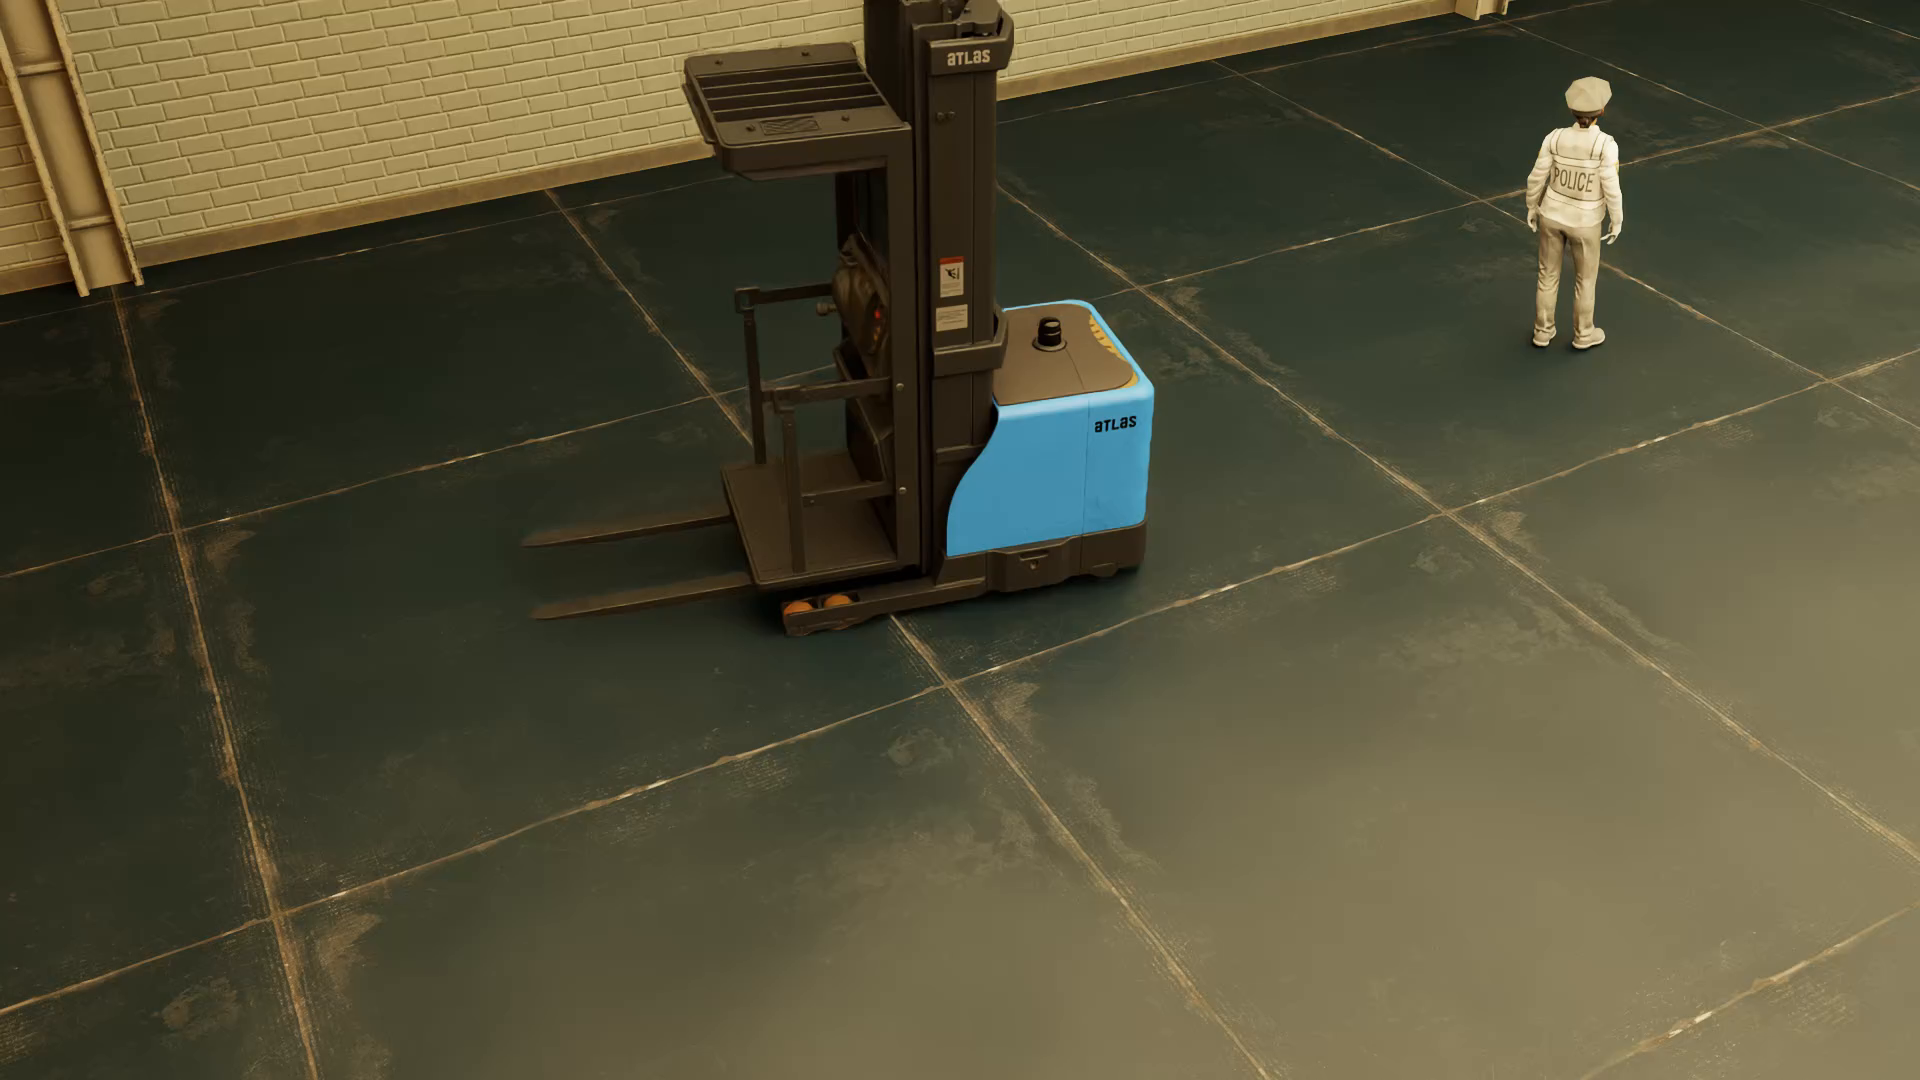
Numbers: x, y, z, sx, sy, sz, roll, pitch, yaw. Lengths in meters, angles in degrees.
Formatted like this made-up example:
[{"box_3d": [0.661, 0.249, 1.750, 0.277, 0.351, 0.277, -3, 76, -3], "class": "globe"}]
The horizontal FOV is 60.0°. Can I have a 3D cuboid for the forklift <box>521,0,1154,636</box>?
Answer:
[{"box_3d": [-0.640, -1.073, 7.641, 3.031, 2.935, 1.130, -9, 36, -13], "class": "forklift"}]

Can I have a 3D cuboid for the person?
[{"box_3d": [3.675, -1.943, 9.930, 0.586, 1.695, 0.532, 23, 41, 29], "class": "person"}]
